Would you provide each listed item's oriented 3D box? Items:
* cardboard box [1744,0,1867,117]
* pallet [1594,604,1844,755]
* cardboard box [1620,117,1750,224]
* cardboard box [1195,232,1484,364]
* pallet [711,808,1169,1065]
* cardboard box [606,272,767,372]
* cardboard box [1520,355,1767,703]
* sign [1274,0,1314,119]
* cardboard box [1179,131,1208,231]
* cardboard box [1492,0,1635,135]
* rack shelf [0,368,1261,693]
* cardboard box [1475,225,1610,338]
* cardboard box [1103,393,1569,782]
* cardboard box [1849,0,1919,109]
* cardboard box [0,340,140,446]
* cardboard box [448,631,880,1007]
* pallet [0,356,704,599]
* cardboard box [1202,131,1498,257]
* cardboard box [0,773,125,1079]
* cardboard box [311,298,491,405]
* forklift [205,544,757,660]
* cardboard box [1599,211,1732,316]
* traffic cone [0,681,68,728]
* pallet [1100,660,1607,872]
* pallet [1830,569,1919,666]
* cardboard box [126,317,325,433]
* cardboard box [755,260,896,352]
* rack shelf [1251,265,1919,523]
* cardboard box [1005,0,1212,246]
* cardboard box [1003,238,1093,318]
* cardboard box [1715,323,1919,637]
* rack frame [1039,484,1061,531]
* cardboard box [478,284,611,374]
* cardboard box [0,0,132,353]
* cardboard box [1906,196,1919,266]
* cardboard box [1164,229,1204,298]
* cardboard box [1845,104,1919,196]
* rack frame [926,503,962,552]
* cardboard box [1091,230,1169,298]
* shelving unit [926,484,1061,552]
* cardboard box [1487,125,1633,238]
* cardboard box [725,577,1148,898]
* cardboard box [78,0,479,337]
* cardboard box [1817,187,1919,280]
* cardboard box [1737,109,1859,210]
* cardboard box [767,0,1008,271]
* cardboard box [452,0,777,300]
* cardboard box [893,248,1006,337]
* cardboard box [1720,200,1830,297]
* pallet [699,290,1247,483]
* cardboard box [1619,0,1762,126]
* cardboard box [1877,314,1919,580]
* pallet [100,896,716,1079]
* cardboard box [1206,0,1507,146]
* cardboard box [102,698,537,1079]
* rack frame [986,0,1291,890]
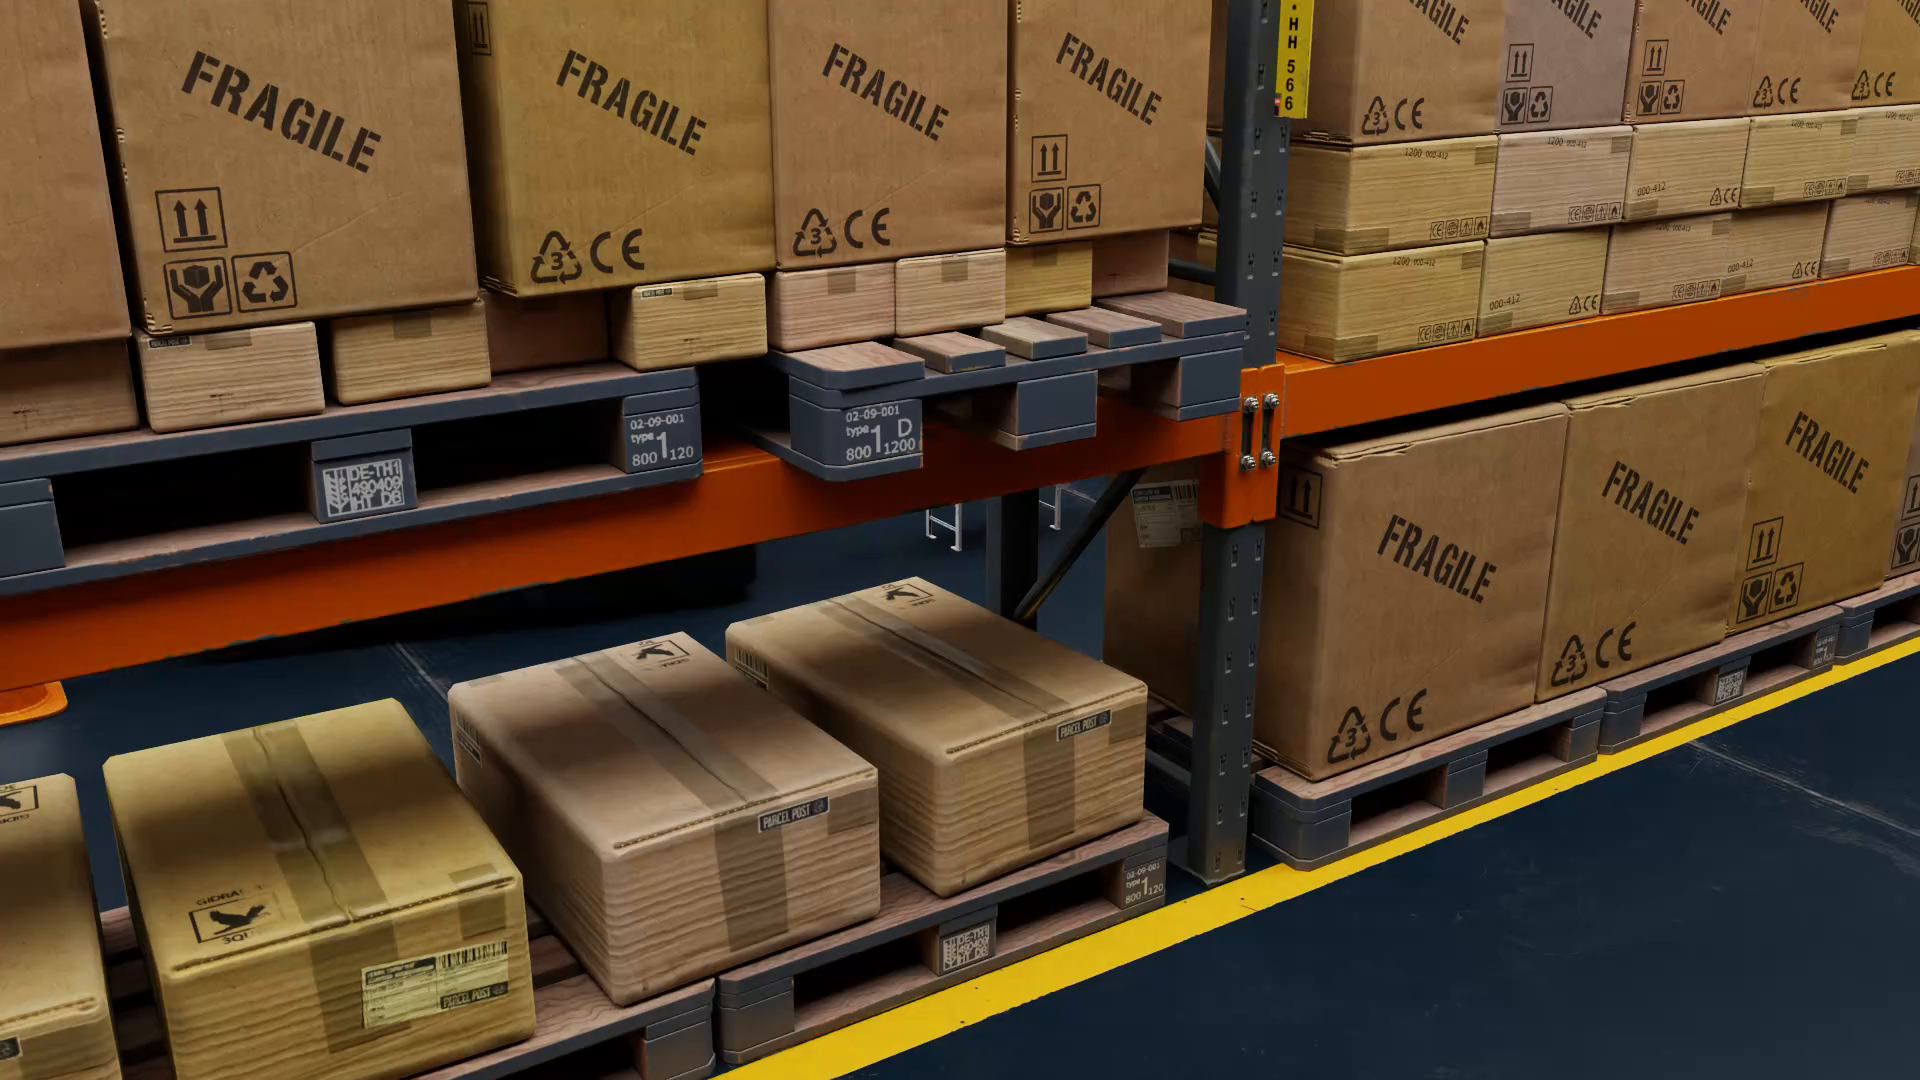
[{"bbox_3d":[2.217,-1.499,4.777,0.500,0.500,0.500,-12,22,-31],"label":"cardboard box"},{"bbox_3d":[2.116,0.297,5.536,1.213,0.211,1.003,-12,22,-31],"label":"pallet"},{"bbox_3d":[1.812,-1.056,4.637,0.500,0.250,0.500,-12,22,-32],"label":"cardboard box"},{"bbox_3d":[0.945,-0.639,4.186,0.500,0.250,0.500,-12,22,-32],"label":"cardboard box"},{"bbox_3d":[-0.255,0.767,4.147,1.213,0.211,1.003,-12,22,-31],"label":"pallet"},{"bbox_3d":[-0.553,-0.433,3.079,0.250,0.149,0.380,-11,22,-30],"label":"cardboard box"},{"bbox_3d":[1.768,-0.139,5.135,0.875,0.875,0.875,-12,22,-31],"label":"cardboard box"},{"bbox_3d":[0.704,-1.059,3.509,0.005,0.325,0.100,-12,22,-31],"label":"sign"},{"bbox_3d":[0.663,-1.010,4.504,0.500,0.250,0.500,-12,22,-32],"label":"cardboard box"},{"bbox_3d":[1.353,-1.324,4.260,0.500,0.500,0.500,-12,22,-31],"label":"cardboard box"},{"bbox_3d":[-1.272,0.002,3.179,4.000,0.370,1.077,-12,22,-31],"label":"rack shelf"},{"bbox_3d":[1.364,-0.734,4.468,0.500,0.250,0.500,-13,22,-33],"label":"cardboard box"},{"bbox_3d":[1.021,0.017,4.673,0.875,0.875,0.875,-12,22,-32],"label":"cardboard box"},{"bbox_3d":[2.642,-1.594,5.059,0.500,0.500,0.500,-11,22,-30],"label":"cardboard box"},{"bbox_3d":[-1.454,-0.269,2.593,0.250,0.149,0.380,-12,22,-31],"label":"cardboard box"},{"bbox_3d":[-0.691,0.584,3.783,0.625,0.372,0.950,-12,22,-32],"label":"cardboard box"},{"bbox_3d":[-1.233,-0.241,3.073,1.213,0.211,1.003,-12,22,-31],"label":"pallet"},{"bbox_3d":[0.957,-0.880,4.119,0.500,0.250,0.500,-12,22,-32],"label":"cardboard box"},{"bbox_3d":[-1.907,0.839,3.028,0.625,0.372,0.950,-10,21,-28],"label":"cardboard box"},{"bbox_3d":[-0.997,-0.357,2.852,0.250,0.149,0.380,-13,22,-33],"label":"cardboard box"},{"bbox_3d":[-2.322,-1.178,5.652,3.031,2.935,1.130,-6,20,-16],"label":"forklift"},{"bbox_3d":[1.806,-0.825,4.736,0.500,0.250,0.500,-11,22,-30],"label":"cardboard box"},{"bbox_3d":[-2.985,0.304,5.124,0.334,0.463,0.336,-12,22,-31],"label":"traffic cone"},{"bbox_3d":[1.098,0.511,4.904,1.213,0.211,1.003,-12,22,-31],"label":"pallet"},{"bbox_3d":[3.136,0.081,6.175,1.213,0.211,1.003,-12,22,-31],"label":"pallet"},{"bbox_3d":[-1.203,-0.302,2.690,0.250,0.149,0.380,-11,22,-29],"label":"cardboard box"},{"bbox_3d":[-0.331,-0.485,3.234,0.250,0.149,0.380,-13,23,-34],"label":"cardboard box"},{"bbox_3d":[2.068,-0.703,5.263,4.000,0.370,1.077,-12,22,-31],"label":"rack shelf"},{"bbox_3d":[0.171,-0.924,3.519,0.500,0.500,0.500,-13,22,-33],"label":"cardboard box"},{"bbox_3d":[0.070,-0.584,3.525,0.250,0.149,0.380,-12,22,-31],"label":"cardboard box"},{"bbox_3d":[2.515,-0.297,5.600,0.875,0.875,0.875,-11,22,-30],"label":"cardboard box"},{"bbox_3d":[0.342,-0.641,6.766,0.015,1.200,0.240,-12,22,-31],"label":"rack frame"},{"bbox_3d":[-0.832,-0.423,3.048,0.250,0.149,0.380,-12,22,-31],"label":"cardboard box"},{"bbox_3d":[-1.555,-0.552,2.417,0.500,0.500,0.500,-12,22,-32],"label":"cardboard box"},{"bbox_3d":[3.077,-1.089,5.517,0.500,0.250,0.500,-12,22,-32],"label":"cardboard box"},{"bbox_3d":[0.678,-0.779,4.599,0.500,0.250,0.500,-13,23,-33],"label":"cardboard box"},{"bbox_3d":[2.662,-1.236,5.171,0.500,0.250,0.500,-11,22,-30],"label":"cardboard box"},{"bbox_3d":[-0.066,-0.555,6.512,0.015,1.200,0.240,-12,22,-31],"label":"rack frame"},{"bbox_3d":[0.254,-0.651,3.722,0.250,0.149,0.380,-11,22,-29],"label":"cardboard box"},{"bbox_3d":[0.138,-0.598,6.639,0.503,1.200,0.258,-12,22,-31],"label":"shelving unit"},{"bbox_3d":[1.389,-0.971,4.387,0.500,0.250,0.500,-11,22,-30],"label":"cardboard box"},{"bbox_3d":[-0.079,0.451,4.173,0.625,0.372,0.950,-14,23,-35],"label":"cardboard box"},{"bbox_3d":[-1.132,-0.645,2.693,0.500,0.500,0.500,-13,23,-34],"label":"cardboard box"},{"bbox_3d":[2.645,-1.005,5.269,0.500,0.250,0.500,-13,22,-33],"label":"cardboard box"},{"bbox_3d":[2.243,-1.141,4.891,0.500,0.250,0.500,-11,22,-30],"label":"cardboard box"},{"bbox_3d":[-0.254,-0.830,3.240,0.500,0.500,0.500,-12,22,-32],"label":"cardboard box"},{"bbox_3d":[-0.675,-0.741,2.977,0.500,0.500,0.500,-14,23,-35],"label":"cardboard box"},{"bbox_3d":[-0.116,-0.528,3.359,0.250,0.149,0.380,-12,22,-32],"label":"cardboard box"},{"bbox_3d":[2.216,-0.913,4.996,0.500,0.250,0.500,-12,22,-31],"label":"cardboard box"},{"bbox_3d":[-0.138,-0.446,3.681,1.003,0.211,1.213,-12,22,-31],"label":"pallet"},{"bbox_3d":[1.794,-1.411,4.517,0.500,0.500,0.500,-11,22,-30],"label":"cardboard box"},{"bbox_3d":[3.265,-0.458,6.077,0.875,0.875,0.875,-11,22,-30],"label":"cardboard box"},{"bbox_3d":[-1.273,0.980,3.515,1.213,0.211,1.003,-12,22,-31],"label":"pallet"},{"bbox_3d":[0.945,-1.234,3.994,0.500,0.500,0.500,-13,22,-33],"label":"cardboard box"},{"bbox_3d":[-1.328,0.716,3.392,0.625,0.372,0.950,-11,22,-30],"label":"cardboard box"},{"bbox_3d":[0.398,-0.691,4.106,0.127,3.000,1.000,-12,22,-31],"label":"rack frame"}]
